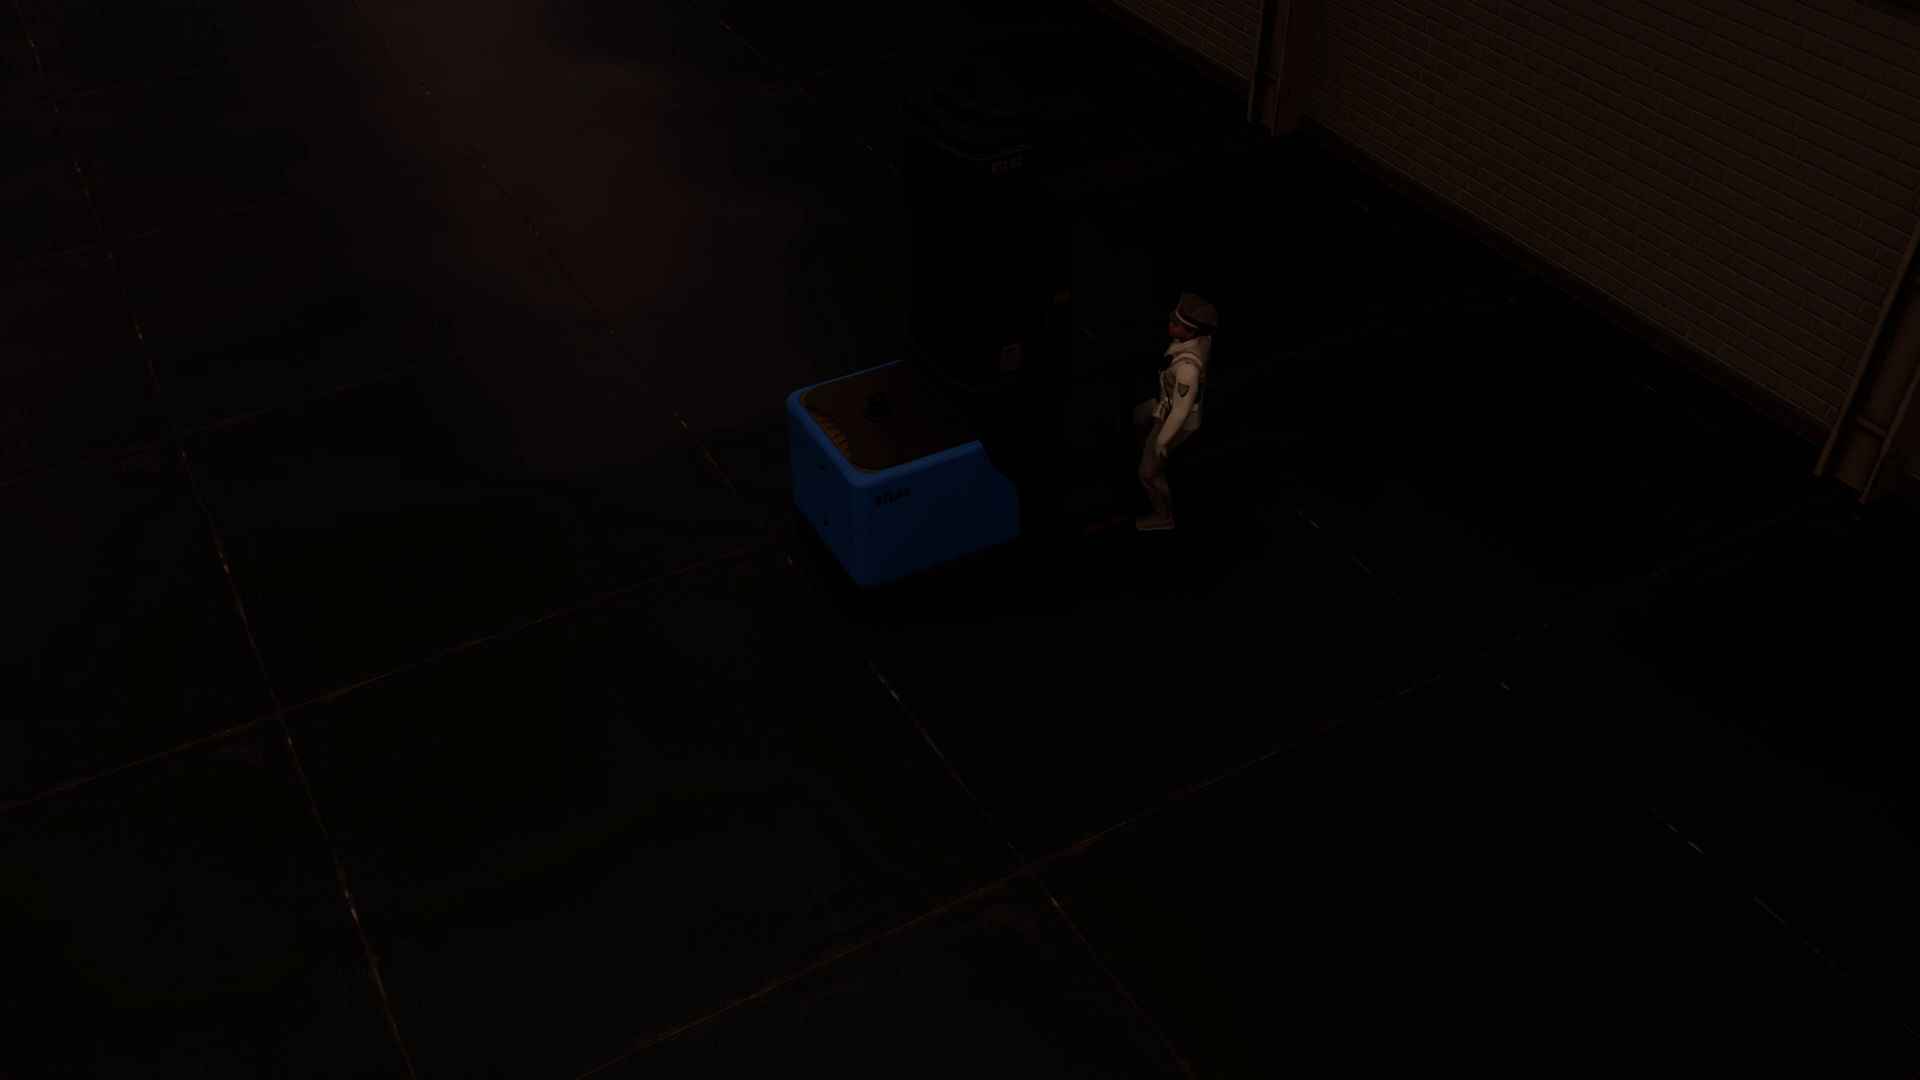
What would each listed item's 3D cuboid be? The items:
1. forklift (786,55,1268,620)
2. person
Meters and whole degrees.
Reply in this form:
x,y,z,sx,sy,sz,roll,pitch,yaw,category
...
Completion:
x,y,z,sx,sy,sz,roll,pitch,yaw,category
0.511,-1.342,9.654,3.031,2.935,1.130,-19,43,-22,forklift
1.182,-0.745,9.815,0.552,1.661,0.588,9,40,11,person
